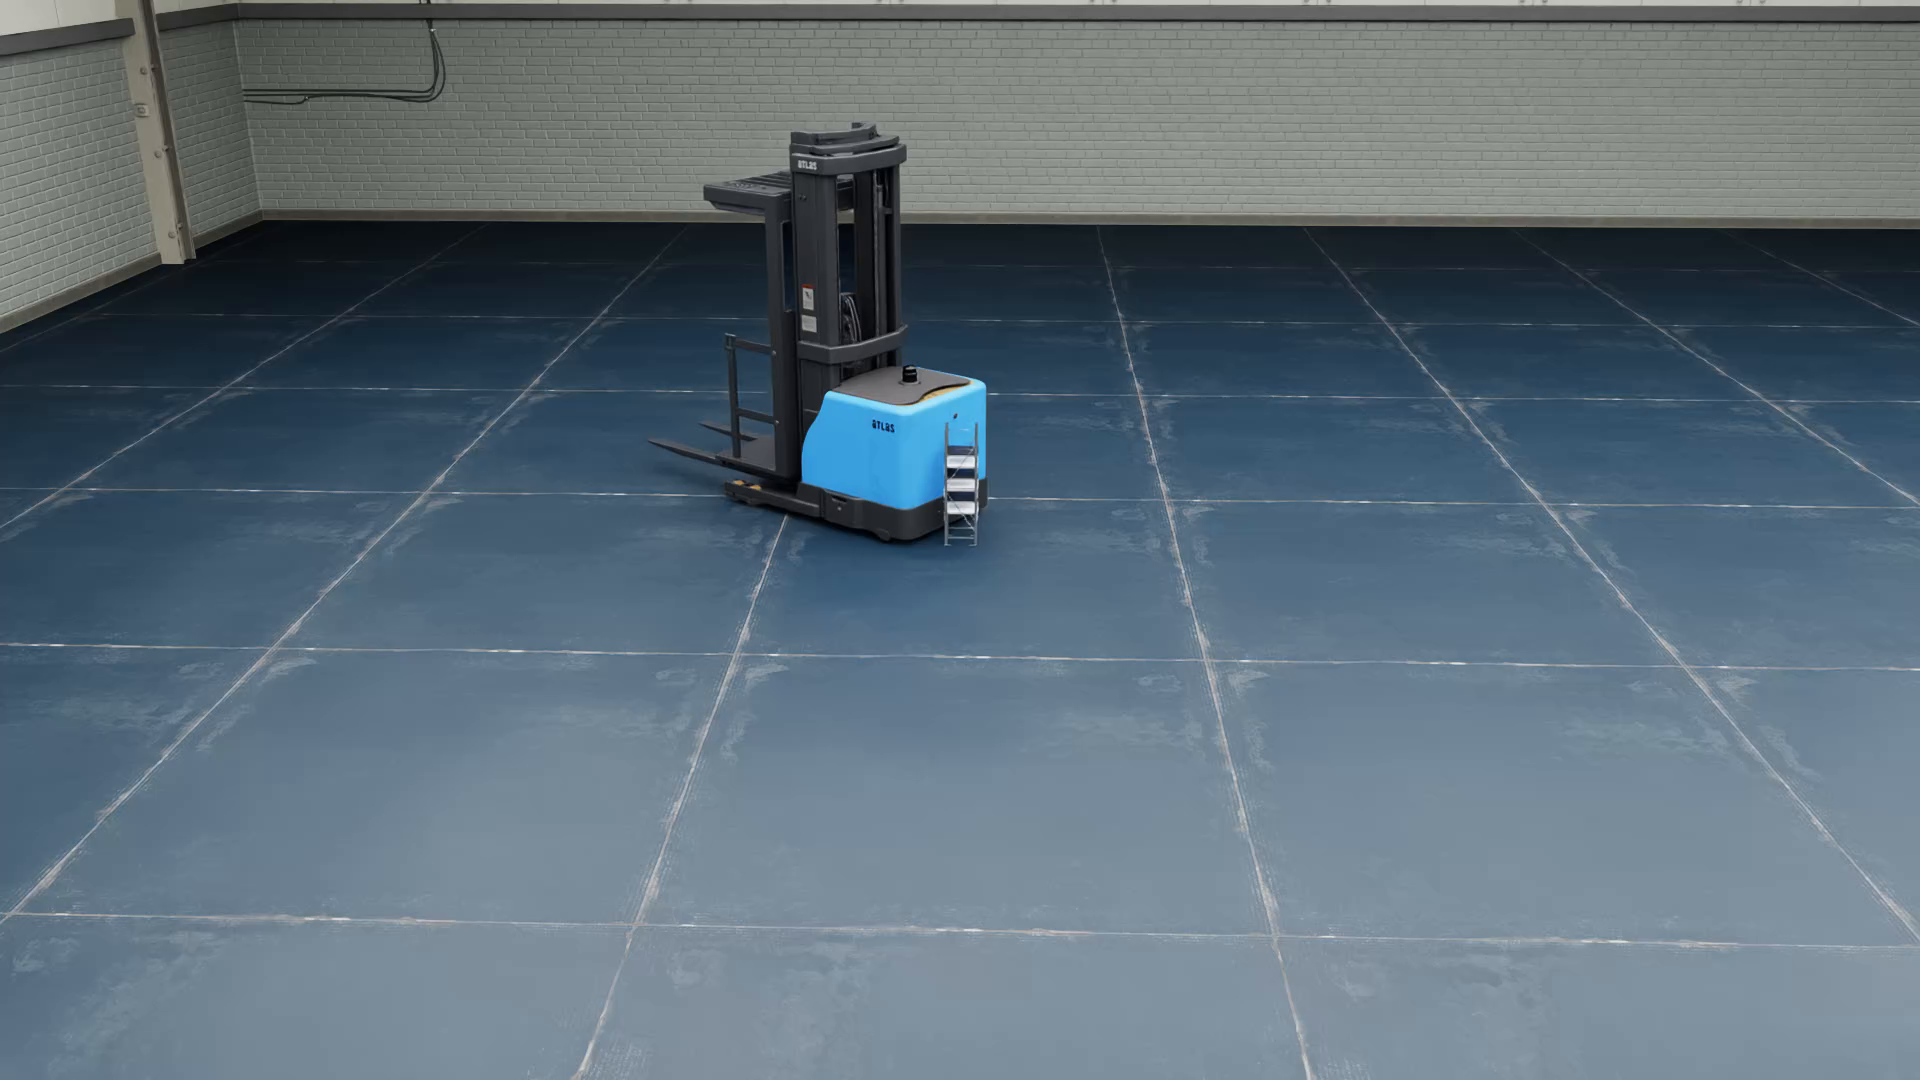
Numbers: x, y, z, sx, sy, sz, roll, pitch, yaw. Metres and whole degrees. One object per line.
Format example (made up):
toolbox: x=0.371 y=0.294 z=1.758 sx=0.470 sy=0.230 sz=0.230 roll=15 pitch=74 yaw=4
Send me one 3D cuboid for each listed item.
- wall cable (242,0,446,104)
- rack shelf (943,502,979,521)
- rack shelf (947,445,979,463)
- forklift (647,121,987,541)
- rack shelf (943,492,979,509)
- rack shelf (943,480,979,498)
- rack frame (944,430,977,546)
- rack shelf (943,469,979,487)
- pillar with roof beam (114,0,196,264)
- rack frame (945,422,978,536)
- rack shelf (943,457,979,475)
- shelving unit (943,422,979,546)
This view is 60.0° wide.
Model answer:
wall cable: x=-8.975 y=-7.508 z=23.732 sx=3.097 sy=2.526 sz=0.112 roll=1 pitch=21 yaw=2
rack shelf: x=0.009 y=-0.215 z=12.429 sx=0.258 sy=0.077 sz=0.200 roll=1 pitch=21 yaw=2
rack shelf: x=0.009 y=-0.635 z=12.266 sx=0.258 sy=0.077 sz=0.200 roll=1 pitch=21 yaw=2
forklift: x=-1.261 y=-1.769 z=13.036 sx=3.031 sy=2.935 sz=1.130 roll=16 pitch=26 yaw=35
rack shelf: x=0.009 y=-0.299 z=12.396 sx=0.258 sy=0.077 sz=0.200 roll=1 pitch=21 yaw=2
rack shelf: x=0.009 y=-0.383 z=12.364 sx=0.258 sy=0.077 sz=0.200 roll=1 pitch=21 yaw=2
rack frame: x=0.006 y=-0.377 z=12.257 sx=0.240 sy=0.900 sz=0.006 roll=1 pitch=21 yaw=2
rack shelf: x=0.009 y=-0.467 z=12.331 sx=0.258 sy=0.077 sz=0.200 roll=1 pitch=21 yaw=2
pillar with roof beam: x=-6.084 y=-7.858 z=20.340 sx=9.100 sy=9.000 sz=0.400 roll=1 pitch=21 yaw=2
rack frame: x=0.012 y=-0.451 z=12.446 sx=0.240 sy=0.900 sz=0.006 roll=1 pitch=21 yaw=2
rack shelf: x=0.009 y=-0.551 z=12.299 sx=0.258 sy=0.077 sz=0.200 roll=1 pitch=21 yaw=2
shelving unit: x=0.009 y=-0.414 z=12.352 sx=0.258 sy=0.900 sz=0.210 roll=1 pitch=21 yaw=2
